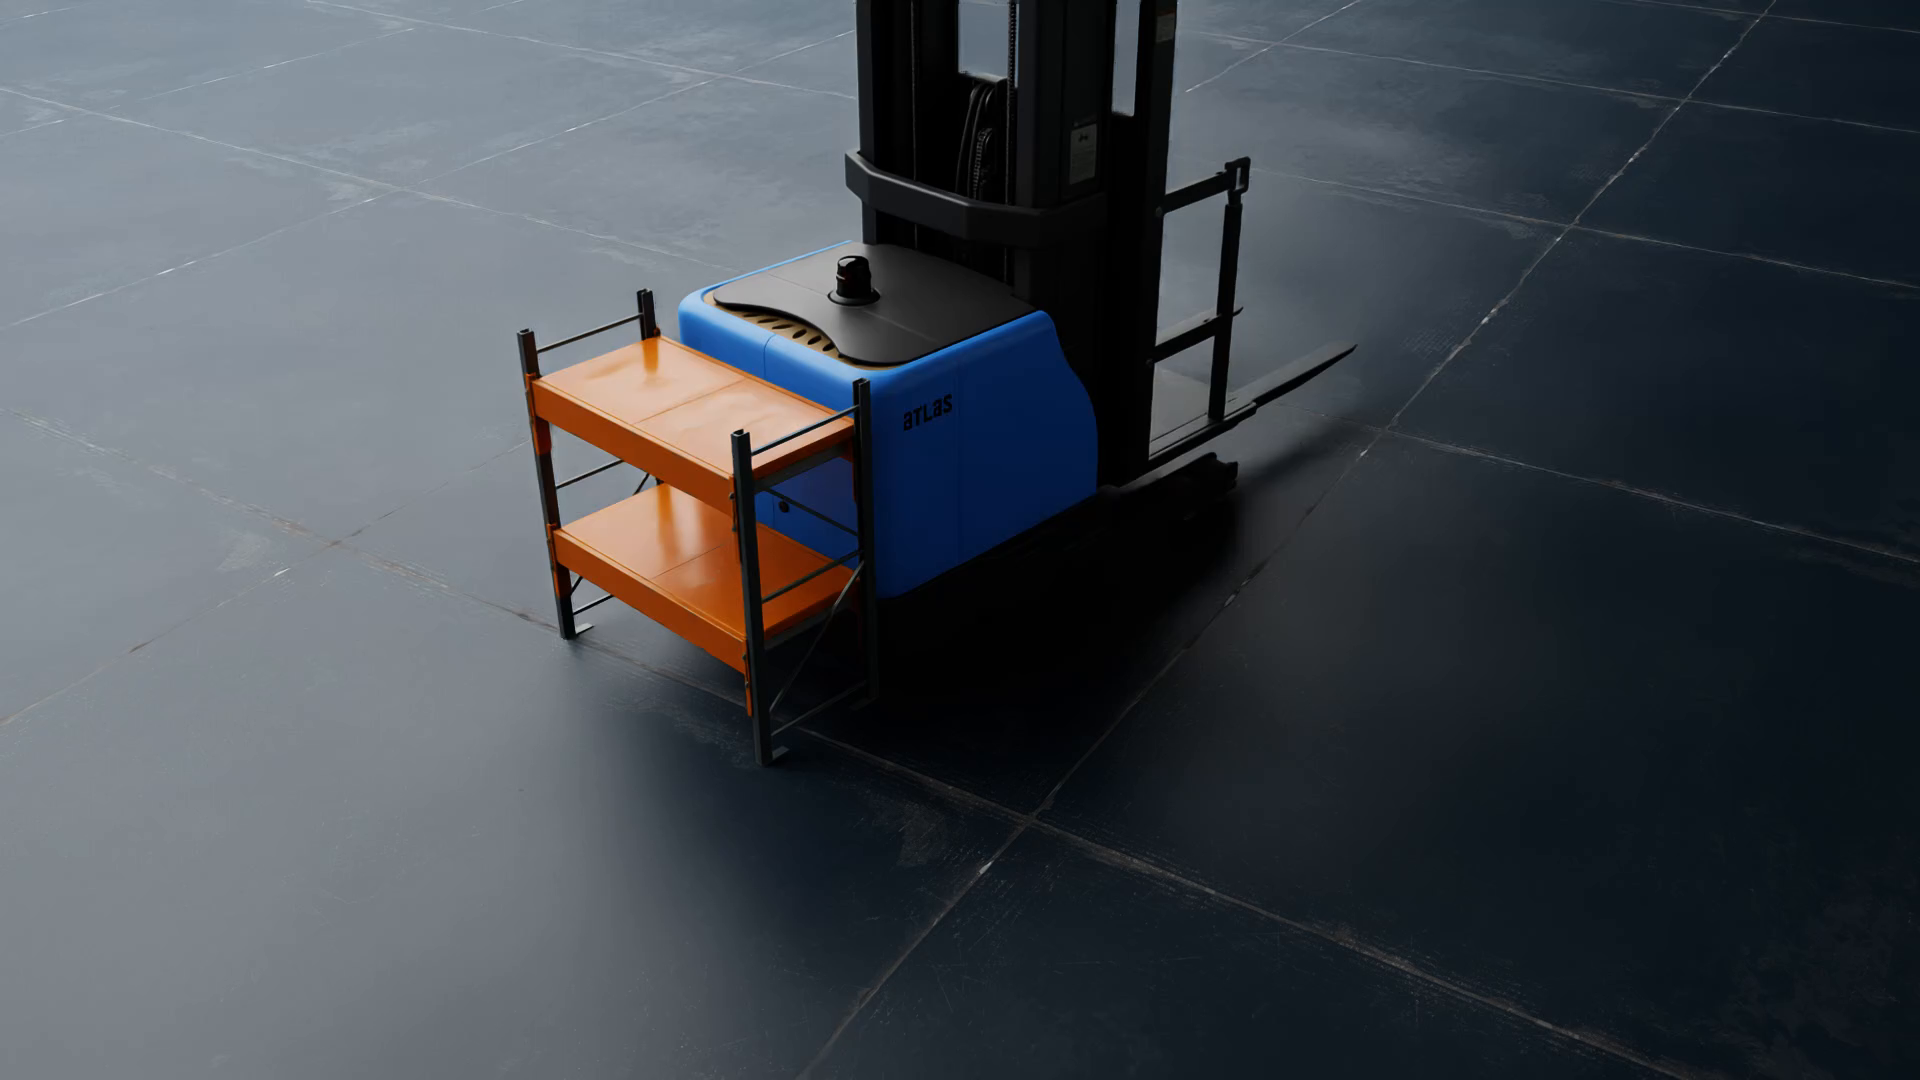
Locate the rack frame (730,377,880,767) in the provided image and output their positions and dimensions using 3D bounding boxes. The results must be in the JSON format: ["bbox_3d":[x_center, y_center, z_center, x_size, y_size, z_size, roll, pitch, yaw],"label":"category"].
[{"bbox_3d":[-0.442,0.110,4.946,0.032,1.125,0.500,25,39,36],"label":"rack frame"}]

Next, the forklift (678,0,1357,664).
[{"bbox_3d":[0.439,-1.506,5.923,1.130,2.935,3.031,26,39,37],"label":"forklift"}]

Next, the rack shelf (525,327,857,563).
[{"bbox_3d":[-0.812,-0.319,5.099,1.000,0.278,0.538,25,39,36],"label":"rack shelf"}]

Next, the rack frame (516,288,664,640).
[{"bbox_3d":[-1.183,-0.241,5.547,0.032,1.125,0.500,25,39,36],"label":"rack frame"}]

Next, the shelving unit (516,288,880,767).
[{"bbox_3d":[-0.812,-0.066,5.247,1.048,1.125,0.538,25,39,36],"label":"shelving unit"}]

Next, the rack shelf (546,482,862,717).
[{"bbox_3d":[-0.812,0.145,5.370,1.000,0.278,0.538,25,39,36],"label":"rack shelf"}]
